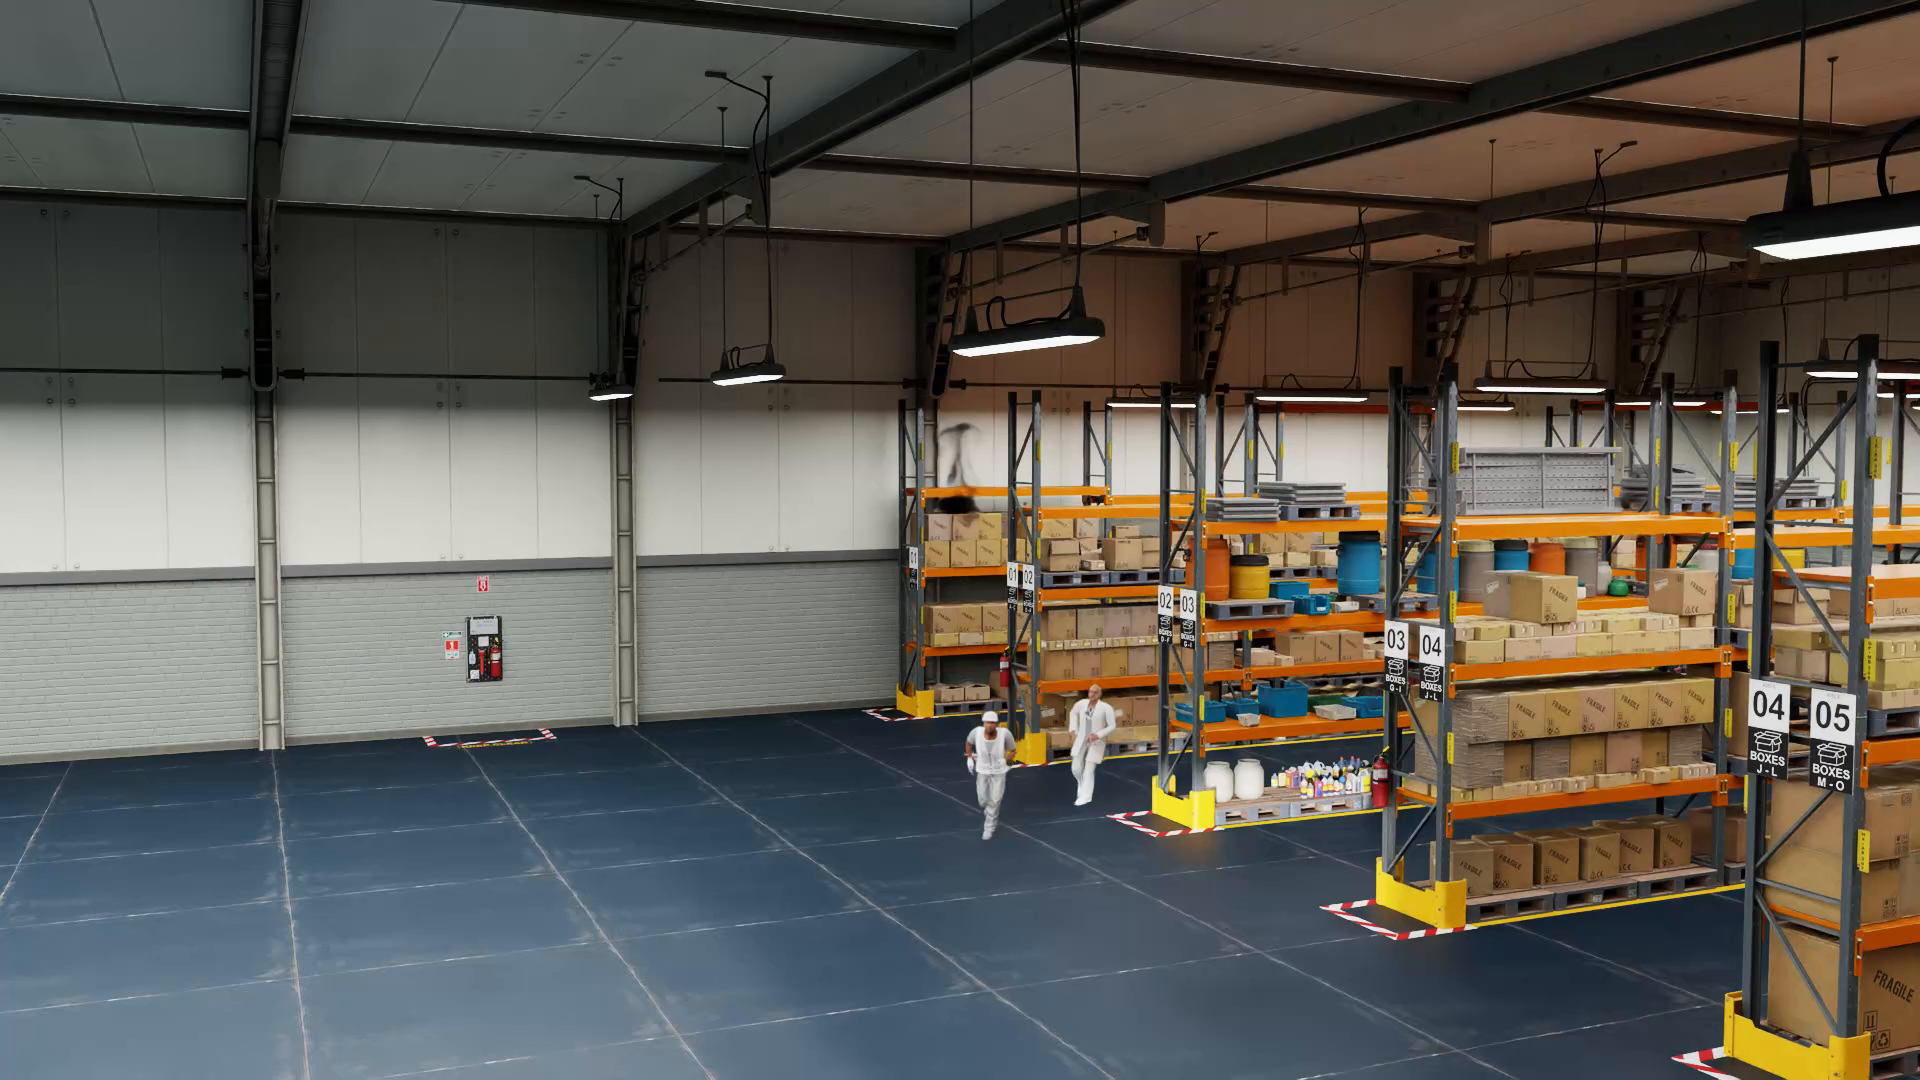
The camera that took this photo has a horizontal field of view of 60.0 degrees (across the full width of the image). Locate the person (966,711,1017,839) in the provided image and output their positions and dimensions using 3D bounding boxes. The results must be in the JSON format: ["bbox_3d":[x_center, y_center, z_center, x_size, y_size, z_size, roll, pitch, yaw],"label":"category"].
[{"bbox_3d":[0.407,3.053,21.758,0.674,1.705,0.759,0,3,3],"label":"person"}]

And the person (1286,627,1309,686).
[{"bbox_3d":[6.562,2.463,32.572,0.921,1.592,0.564,-3,4,-40],"label":"person"}]

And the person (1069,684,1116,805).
[{"bbox_3d":[1.882,2.927,23.776,0.747,1.731,0.569,1,4,21],"label":"person"}]
